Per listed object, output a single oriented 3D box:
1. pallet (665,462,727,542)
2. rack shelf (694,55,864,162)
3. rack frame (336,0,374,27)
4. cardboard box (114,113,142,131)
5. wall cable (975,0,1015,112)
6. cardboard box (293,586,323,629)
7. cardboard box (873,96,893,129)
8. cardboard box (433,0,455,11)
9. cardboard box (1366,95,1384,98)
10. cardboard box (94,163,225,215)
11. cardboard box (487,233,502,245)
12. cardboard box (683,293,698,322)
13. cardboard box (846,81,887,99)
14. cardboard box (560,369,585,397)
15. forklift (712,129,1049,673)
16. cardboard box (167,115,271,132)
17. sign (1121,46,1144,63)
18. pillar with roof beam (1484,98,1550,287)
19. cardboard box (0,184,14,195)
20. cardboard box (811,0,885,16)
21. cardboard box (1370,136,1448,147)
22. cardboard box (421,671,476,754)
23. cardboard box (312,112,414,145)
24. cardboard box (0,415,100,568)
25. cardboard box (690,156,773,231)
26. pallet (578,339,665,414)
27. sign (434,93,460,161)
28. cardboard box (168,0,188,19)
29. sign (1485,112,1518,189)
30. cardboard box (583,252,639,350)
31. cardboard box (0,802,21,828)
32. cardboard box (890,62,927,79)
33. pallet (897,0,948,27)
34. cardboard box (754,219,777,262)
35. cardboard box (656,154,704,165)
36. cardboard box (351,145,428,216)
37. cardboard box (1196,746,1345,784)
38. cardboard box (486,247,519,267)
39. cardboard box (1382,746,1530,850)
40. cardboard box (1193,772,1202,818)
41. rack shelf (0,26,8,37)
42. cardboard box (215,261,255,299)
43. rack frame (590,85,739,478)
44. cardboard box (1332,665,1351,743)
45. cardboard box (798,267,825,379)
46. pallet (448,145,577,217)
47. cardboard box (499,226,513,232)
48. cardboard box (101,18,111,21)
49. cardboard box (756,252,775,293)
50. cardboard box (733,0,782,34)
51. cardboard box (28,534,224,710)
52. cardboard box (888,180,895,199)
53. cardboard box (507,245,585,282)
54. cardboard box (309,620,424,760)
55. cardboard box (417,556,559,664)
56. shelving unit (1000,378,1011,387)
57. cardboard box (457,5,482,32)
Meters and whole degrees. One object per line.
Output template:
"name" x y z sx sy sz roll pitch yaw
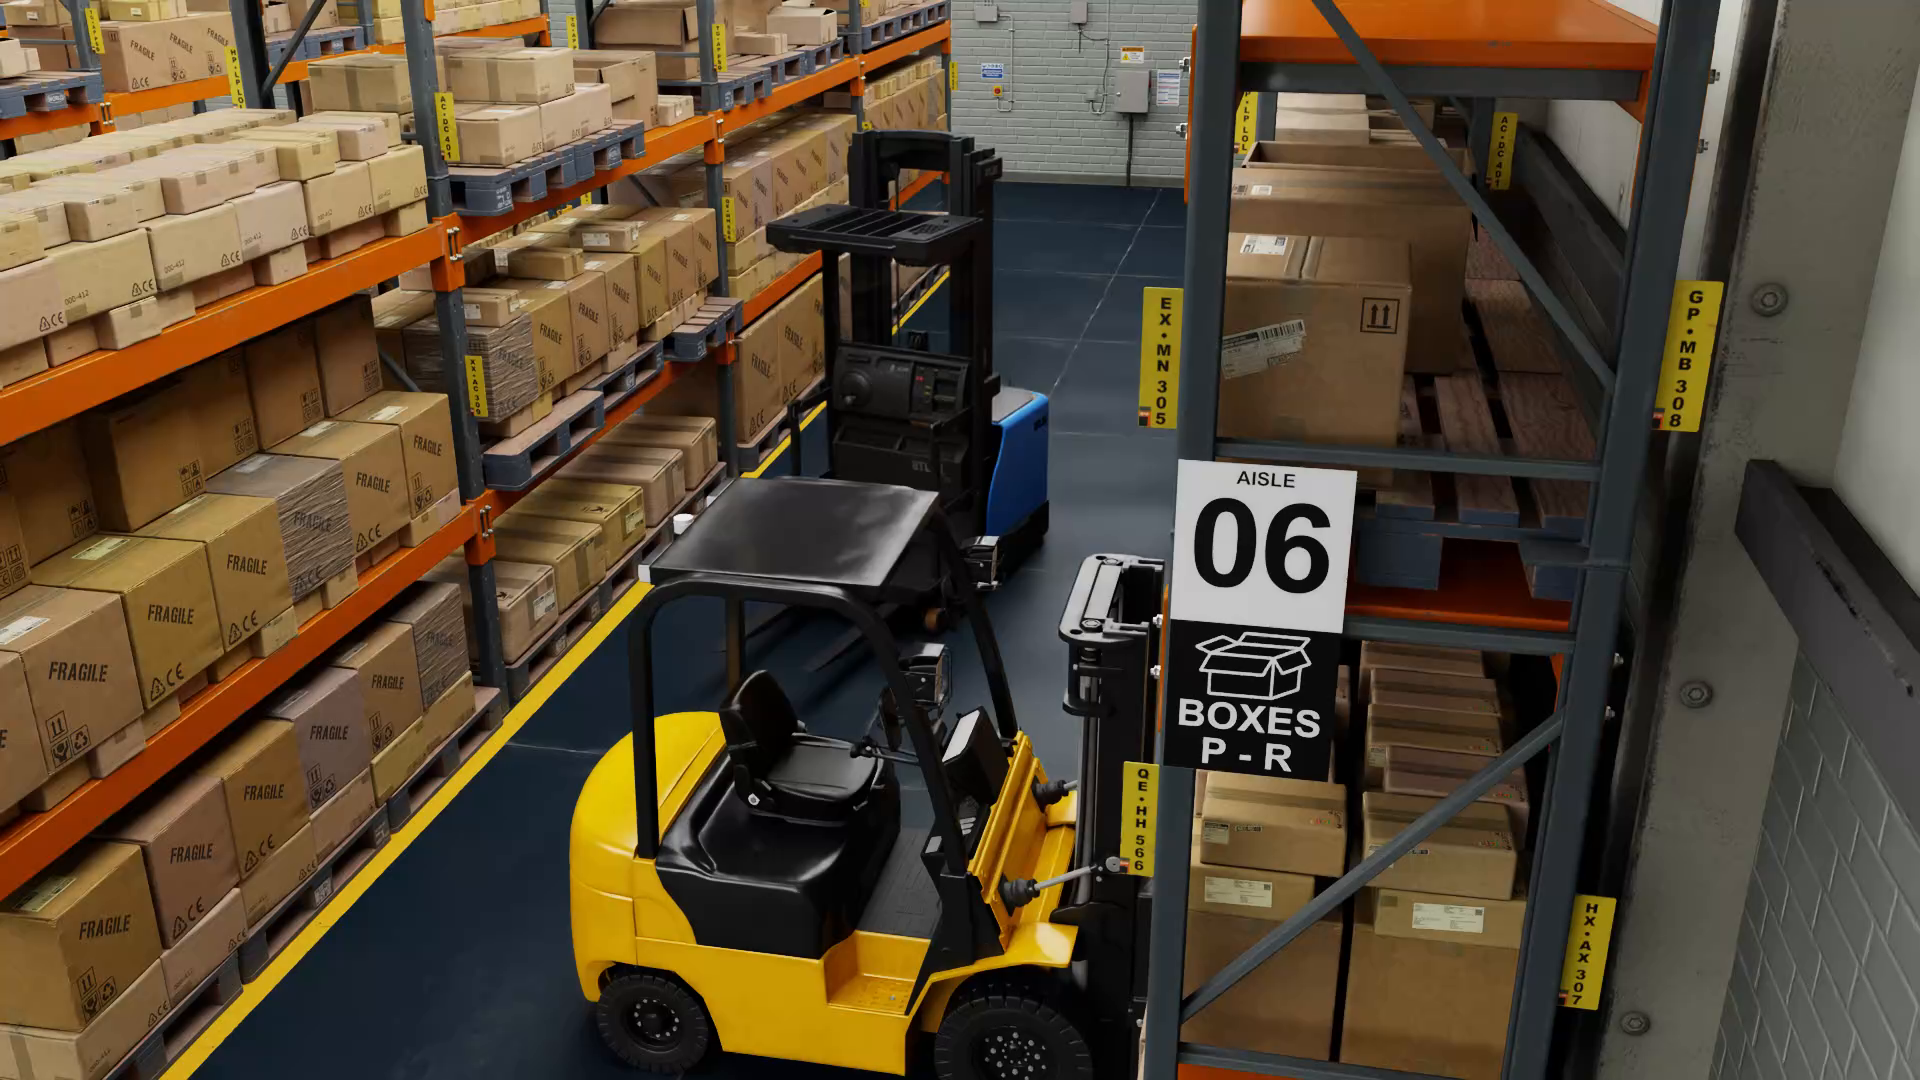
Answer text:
"pallet" -2.401 -0.321 12.368 1.003 0.211 1.213 4 22 11
"rack shelf" -1.832 -3.689 13.946 1.077 0.370 4.000 4 22 11
"rack frame" -6.290 -6.486 15.913 1.000 3.000 0.127 4 22 11
"cardboard box" -10.356 -5.081 20.256 0.500 0.250 0.500 4 22 9
"wall cable" 0.520 -7.376 24.750 0.585 1.953 0.123 4 22 11
"cardboard box" -3.109 0.283 7.471 0.380 0.149 0.250 4 22 10
"cardboard box" -0.980 -4.213 16.827 0.500 0.500 0.500 4 22 10
"cardboard box" -5.735 -5.780 17.705 0.500 0.250 0.500 5 22 12
"cardboard box" 2.229 -2.763 9.855 0.700 0.500 0.500 4 22 10
"cardboard box" -3.130 -1.375 6.506 0.380 0.149 0.250 5 22 12
"cardboard box" -5.570 -3.489 19.357 0.380 0.149 0.250 6 23 14
"cardboard box" -2.068 -1.641 11.688 0.380 0.149 0.250 4 22 10
"cardboard box" -0.947 -4.548 16.789 0.380 0.149 0.250 4 22 11
"cardboard box" -2.498 -0.984 10.057 0.380 0.149 0.250 5 22 12
"forklift" -0.474 -0.966 10.328 1.130 2.935 3.031 10 24 24
"cardboard box" -3.465 -1.894 7.795 0.380 0.149 0.250 5 23 13
"sign" 2.535 -7.139 24.460 0.339 0.242 0.001 4 22 11
"pillar with roof beam" -0.978 -4.088 9.960 9.100 9.000 0.400 4 22 11
"cardboard box" -3.730 -1.223 6.128 0.380 0.149 0.250 4 22 9
"cardboard box" -1.180 -5.539 16.742 0.797 0.503 0.637 6 23 15
"cardboard box" 2.169 -1.872 8.111 0.380 0.149 0.250 4 22 11
"cardboard box" -2.914 0.880 8.771 0.500 0.250 0.500 5 23 13
"cardboard box" -3.079 -2.178 8.871 0.500 0.250 0.500 4 22 10
"cardboard box" -3.868 -0.205 6.476 0.700 0.500 0.500 4 22 10
"cardboard box" -1.808 -2.754 13.204 0.500 0.500 0.500 5 22 11
"pallet" -2.604 -1.084 10.787 1.003 0.211 1.213 4 22 11
"sign" -2.523 -2.030 8.171 0.100 0.325 0.005 4 22 11
"cardboard box" -6.635 -4.445 13.702 0.396 0.266 0.258 4 22 11
"sign" 2.347 -1.686 7.212 0.100 0.325 0.005 4 22 11
"cardboard box" -2.370 -1.518 10.512 0.500 0.500 0.500 4 22 9
"cardboard box" -3.563 0.940 5.840 0.380 0.149 0.250 5 22 12
"cardboard box" -0.575 -5.206 18.424 0.380 0.149 0.250 5 22 12
"pallet" -0.749 -5.904 18.601 1.003 0.211 1.213 4 22 11
"cardboard box" -1.788 -2.418 13.373 0.500 0.250 0.500 5 22 12
"cardboard box" -2.294 -2.807 13.337 0.500 0.500 0.500 5 22 12
"cardboard box" -2.883 -1.714 7.882 0.500 0.250 0.500 4 22 10
"cardboard box" 0.946 0.967 5.303 0.500 0.500 0.500 5 23 13
"cardboard box" -2.869 -1.564 10.628 0.500 0.500 0.500 4 22 9
"cardboard box" 1.381 0.719 4.654 0.380 0.149 0.250 5 23 13
"cardboard box" 0.807 0.812 4.821 0.380 0.149 0.250 5 22 12
"rack shelf" -10.717 -5.907 19.454 1.077 0.370 4.000 4 22 11
"cardboard box" -3.182 -1.110 6.915 0.380 0.149 0.250 5 22 12
"rack frame" -2.240 -1.900 12.556 1.000 3.000 0.127 4 22 11
"cardboard box" 1.025 0.495 5.210 0.380 0.149 0.250 5 22 11
"cardboard box" -1.649 -2.008 15.107 0.875 0.875 0.875 5 22 12
"pallet" -2.826 -1.959 8.939 1.213 0.211 1.003 4 22 11
"cardboard box" -5.485 -3.717 19.526 0.380 0.149 0.250 5 23 13
"cardboard box" -7.149 -4.090 13.845 0.500 0.500 0.500 4 22 11
"cardboard box" -1.806 -2.179 13.450 0.500 0.250 0.500 4 22 9
"cardboard box" -1.888 -4.695 14.785 0.500 0.500 0.500 4 22 10
"cardboard box" -3.299 0.313 6.529 0.500 0.500 0.500 4 22 10
"cardboard box" -0.965 -3.745 17.002 0.500 0.500 0.500 5 22 11
"cardboard box" -2.493 -1.667 10.016 0.380 0.149 0.250 6 23 14
"cardboard box" -3.016 0.719 8.169 0.500 0.500 0.500 5 22 12
"cardboard box" -2.952 0.395 9.813 0.950 0.372 0.625 5 22 12
"shelving unit" 0.224 -0.650 12.061 0.215 1.050 0.252 10 24 24
"cardboard box" -5.608 -5.738 18.271 0.500 0.250 0.500 5 23 13
